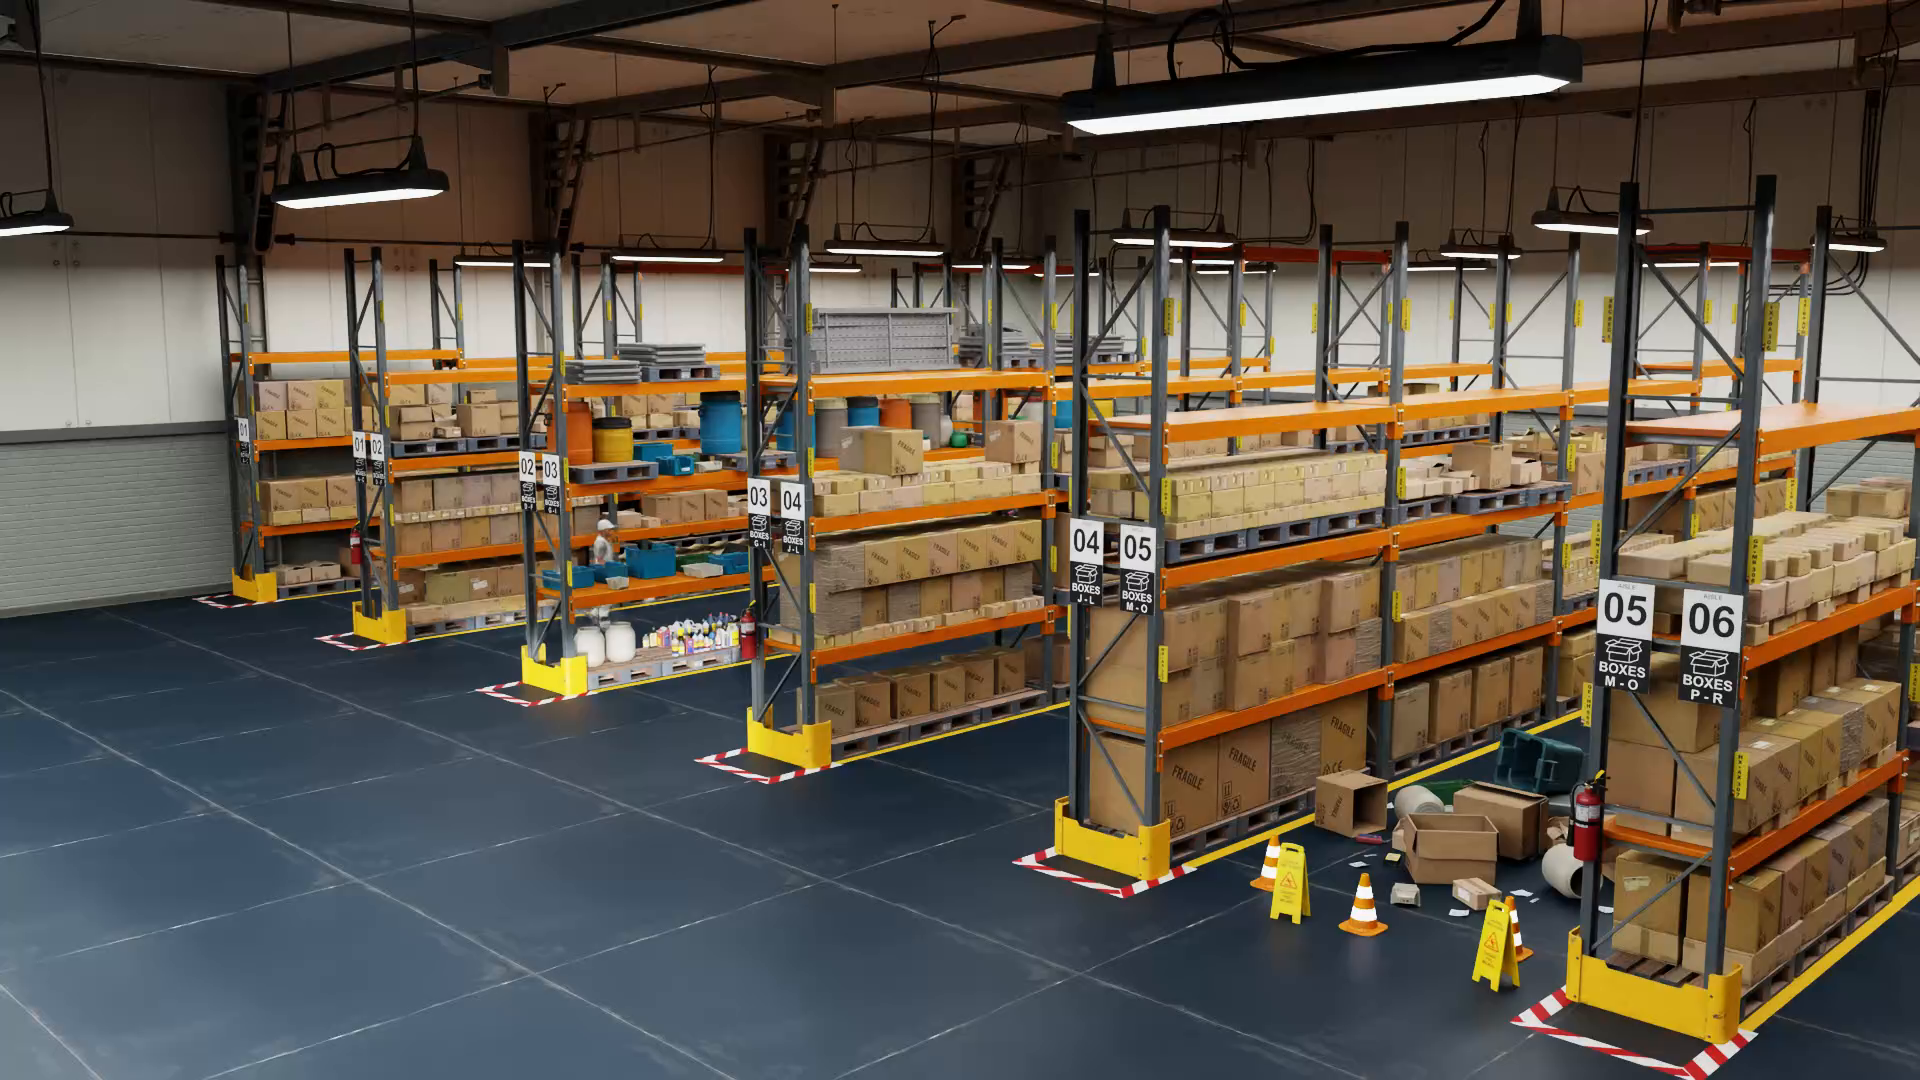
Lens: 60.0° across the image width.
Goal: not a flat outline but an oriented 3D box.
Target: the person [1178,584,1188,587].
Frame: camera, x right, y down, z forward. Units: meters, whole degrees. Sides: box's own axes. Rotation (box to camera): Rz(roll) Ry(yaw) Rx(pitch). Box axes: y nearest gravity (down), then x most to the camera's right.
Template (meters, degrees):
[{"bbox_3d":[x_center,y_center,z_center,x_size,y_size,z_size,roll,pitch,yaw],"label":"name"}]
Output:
[{"bbox_3d":[2.889,1.242,21.711,0.386,1.723,0.559,3,9,19],"label":"person"}]

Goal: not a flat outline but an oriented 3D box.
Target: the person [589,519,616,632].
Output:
[{"bbox_3d":[-5.635,0.554,26.239,0.497,1.783,0.554,-2,8,-11],"label":"person"}]
